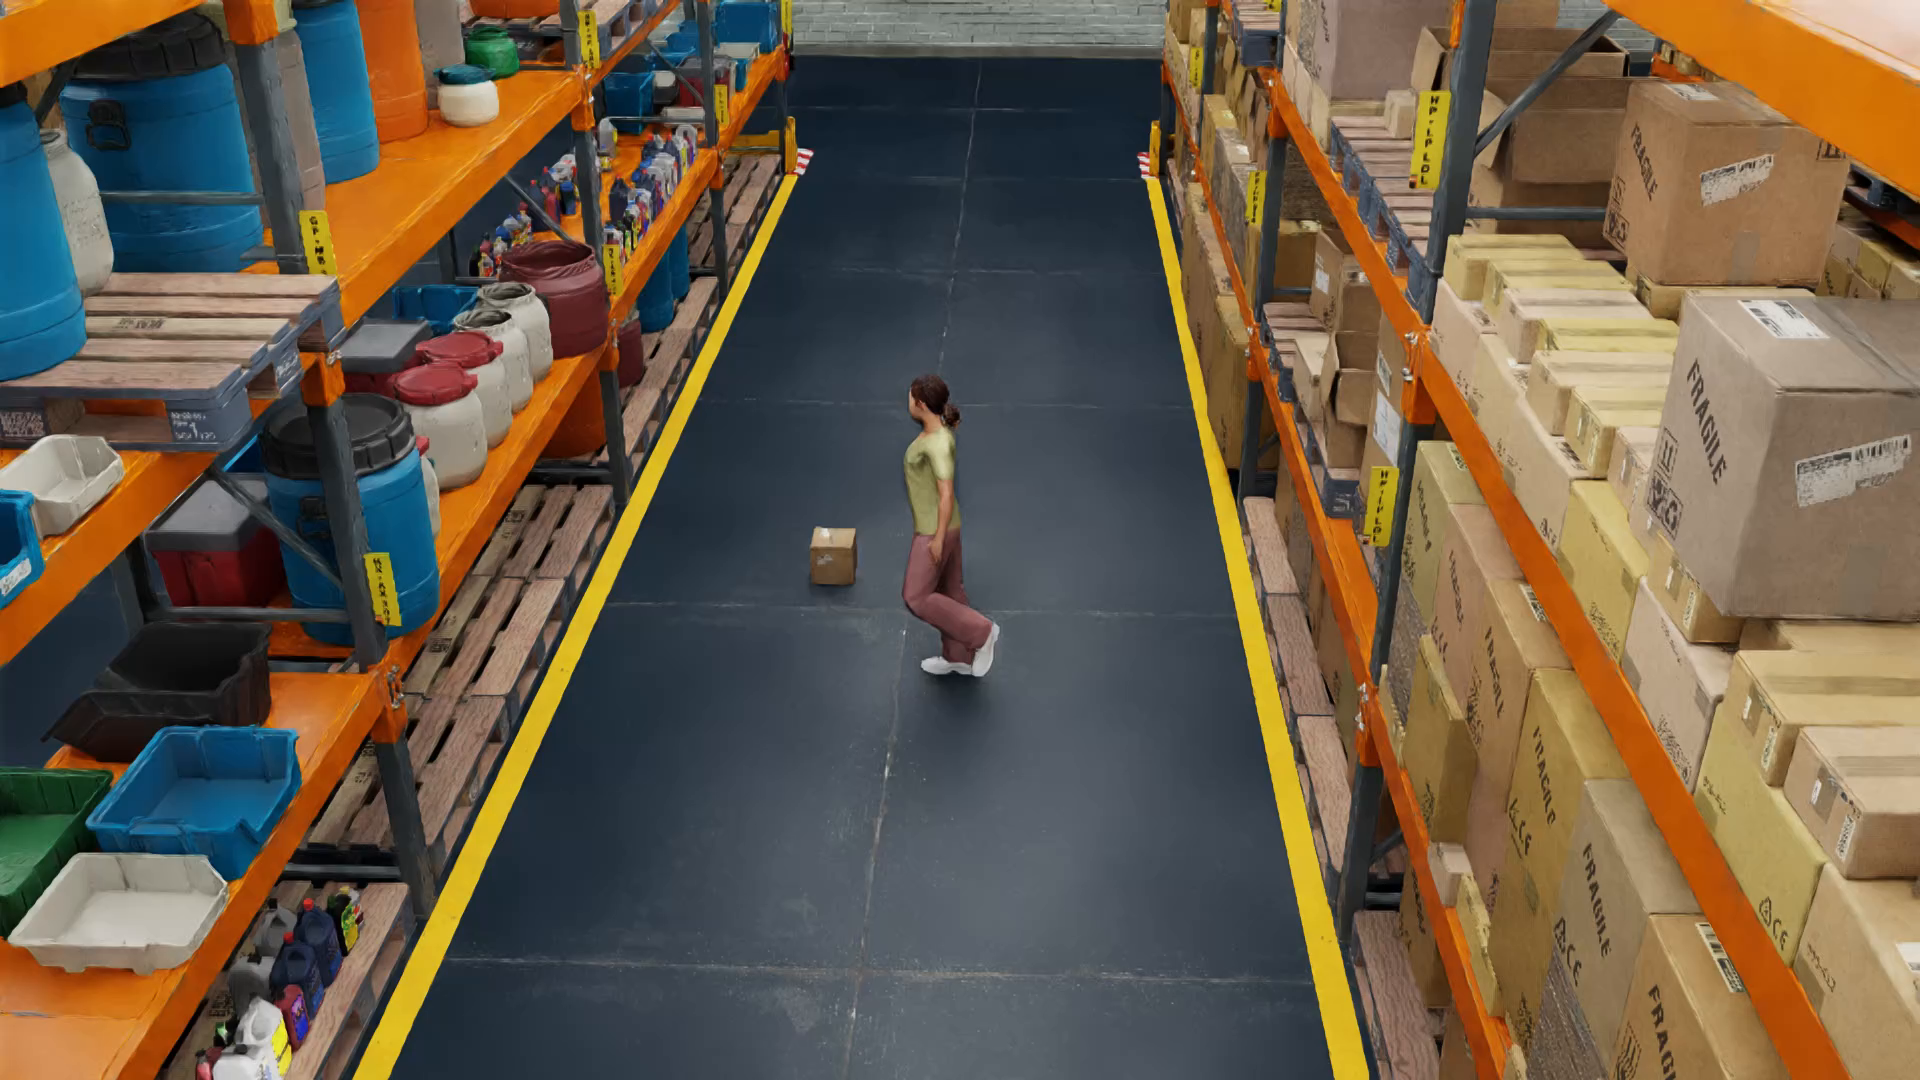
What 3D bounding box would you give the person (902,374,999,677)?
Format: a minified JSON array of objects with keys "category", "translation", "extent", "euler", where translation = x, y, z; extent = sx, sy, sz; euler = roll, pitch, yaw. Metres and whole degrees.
[{"category":"person","translation":[-0.044,-0.053,8.743],"extent":[0.513,1.640,0.559],"euler":[1,28,1]}]
